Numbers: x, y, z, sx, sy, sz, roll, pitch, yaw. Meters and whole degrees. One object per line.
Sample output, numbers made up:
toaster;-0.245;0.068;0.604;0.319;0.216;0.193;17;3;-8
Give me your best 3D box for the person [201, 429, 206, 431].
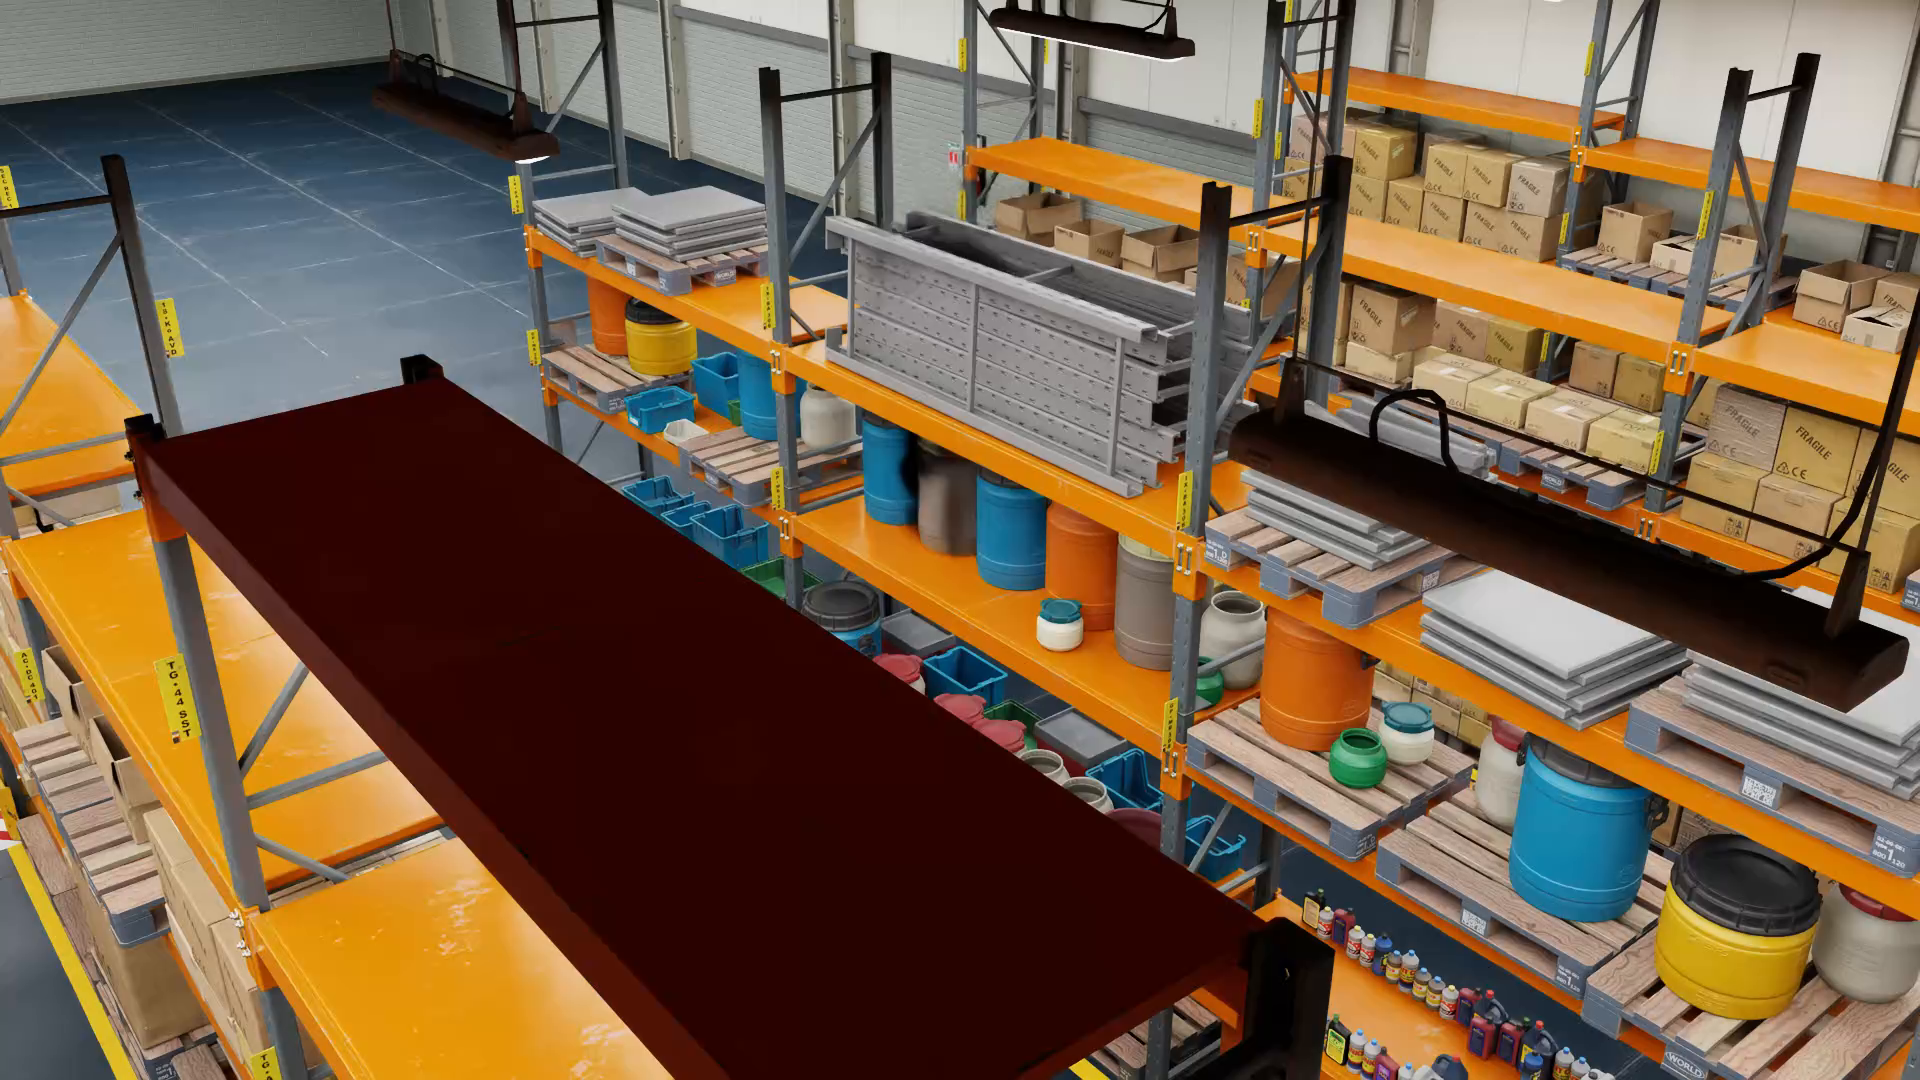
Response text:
person;-7.459;-0.258;16.800;0.743;1.829;0.645;-3;26;-5
